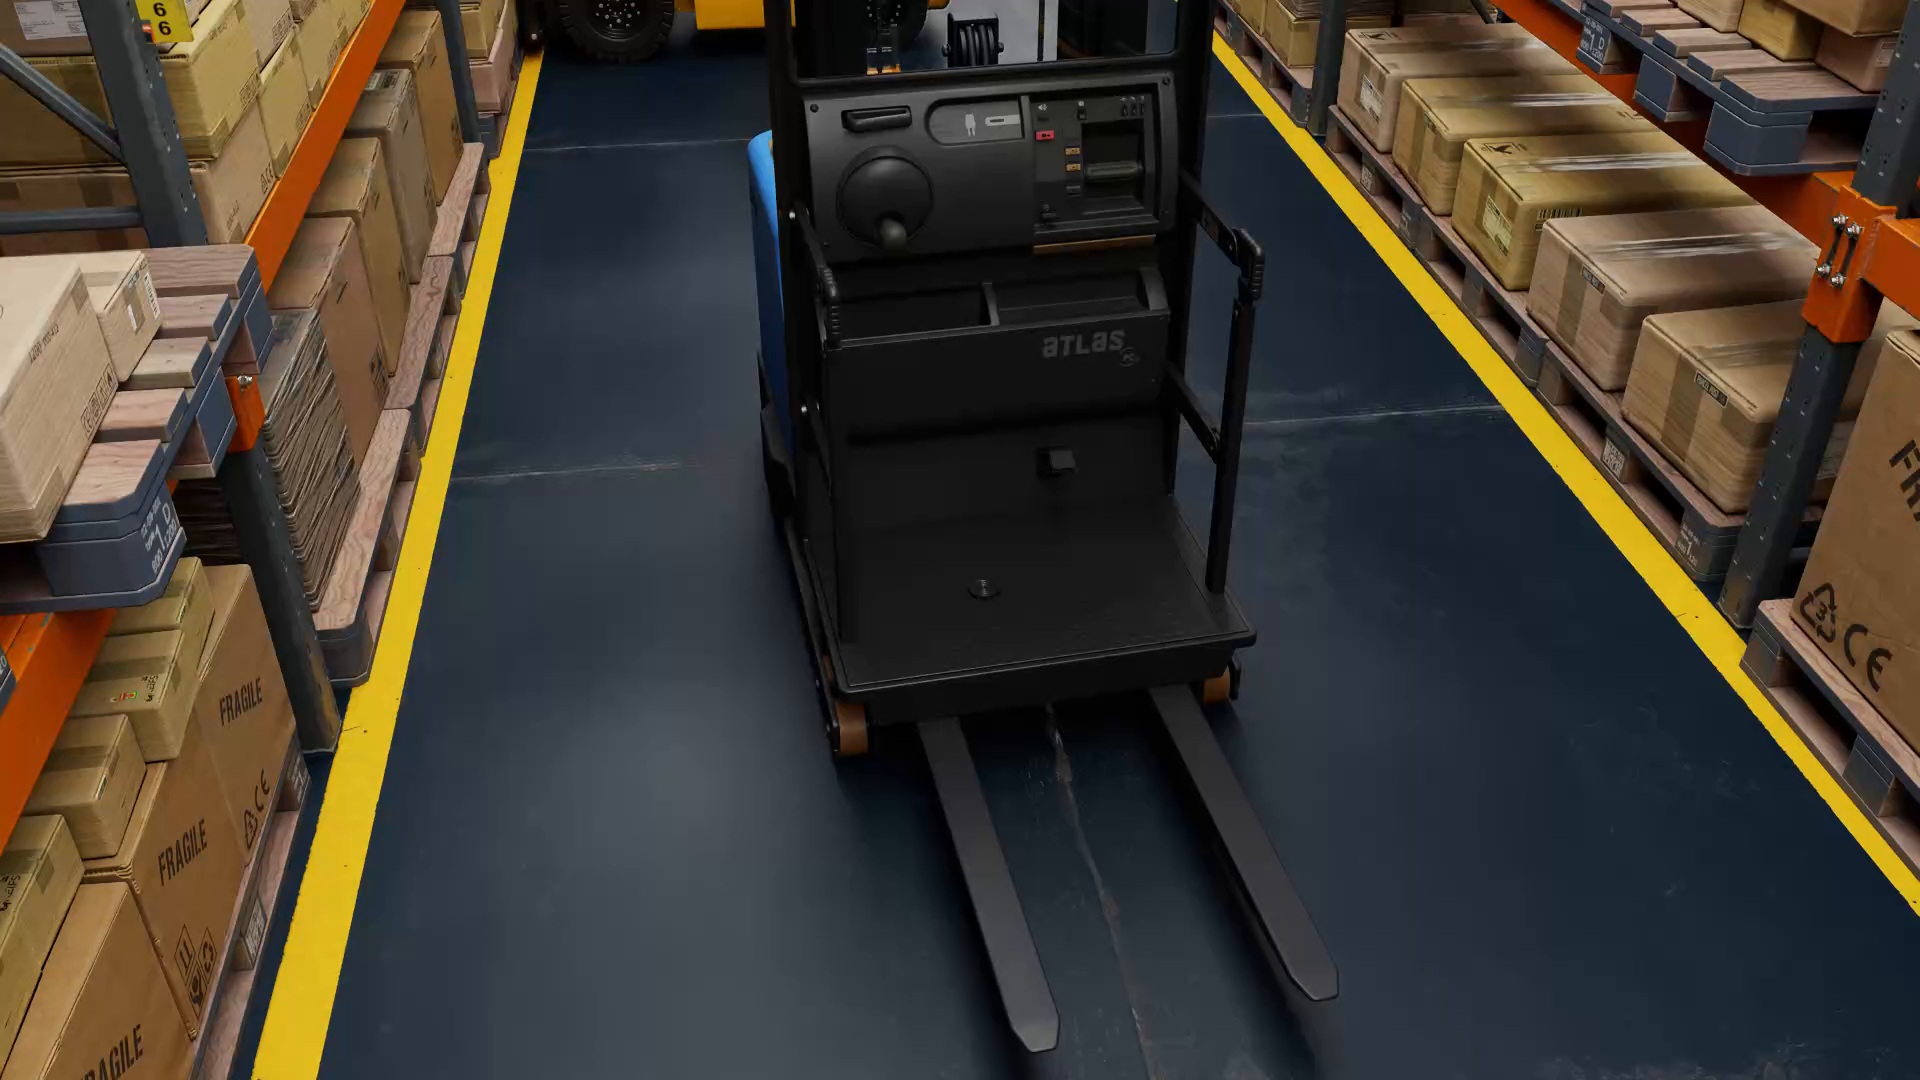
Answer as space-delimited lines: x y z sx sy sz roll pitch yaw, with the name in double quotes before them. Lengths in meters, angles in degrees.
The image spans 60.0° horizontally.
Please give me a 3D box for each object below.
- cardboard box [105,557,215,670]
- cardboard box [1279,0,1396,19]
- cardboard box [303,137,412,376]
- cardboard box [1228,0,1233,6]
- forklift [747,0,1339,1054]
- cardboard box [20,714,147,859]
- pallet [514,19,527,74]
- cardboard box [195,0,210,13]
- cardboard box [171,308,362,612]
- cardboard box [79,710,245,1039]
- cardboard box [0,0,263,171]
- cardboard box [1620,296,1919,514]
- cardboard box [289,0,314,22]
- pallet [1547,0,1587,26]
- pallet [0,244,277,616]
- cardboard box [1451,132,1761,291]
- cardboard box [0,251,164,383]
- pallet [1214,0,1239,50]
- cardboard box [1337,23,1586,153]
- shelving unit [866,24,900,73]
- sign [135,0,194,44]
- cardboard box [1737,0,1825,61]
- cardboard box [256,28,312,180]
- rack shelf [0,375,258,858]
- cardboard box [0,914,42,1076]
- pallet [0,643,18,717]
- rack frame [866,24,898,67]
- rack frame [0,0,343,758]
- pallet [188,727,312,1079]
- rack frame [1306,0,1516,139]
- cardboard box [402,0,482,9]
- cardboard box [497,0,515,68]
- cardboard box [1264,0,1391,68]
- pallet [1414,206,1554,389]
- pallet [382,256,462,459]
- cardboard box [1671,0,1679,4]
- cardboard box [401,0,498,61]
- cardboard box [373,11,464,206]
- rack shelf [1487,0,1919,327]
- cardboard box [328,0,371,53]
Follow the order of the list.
"cardboard box" -1.845 0.182 3.590 0.380 0.149 0.250 -6 35 -9
"cardboard box" 1.872 -2.933 8.293 0.500 0.500 0.500 -5 35 -7
"cardboard box" -2.419 -0.947 5.711 0.875 0.625 0.625 -6 35 -8
"cardboard box" 1.726 -3.203 9.355 0.500 0.250 0.500 -4 34 -6
"forklift" 0.135 -0.869 3.923 1.130 2.935 3.031 -7 35 -10
"cardboard box" -1.786 0.483 3.149 0.380 0.149 0.250 -5 35 -8
"pallet" -2.933 -2.875 9.281 1.003 0.211 1.213 -4 35 -6
"cardboard box" -1.951 -1.324 3.864 0.380 0.149 0.250 -4 34 -5
"cardboard box" -2.233 -0.207 4.626 0.875 0.625 0.625 -3 34 -5
"cardboard box" -1.836 0.694 3.415 0.500 0.500 0.500 -5 35 -7
"cardboard box" -1.955 -1.078 3.858 0.500 0.250 0.500 -4 35 -6
"cardboard box" 2.689 -0.447 5.203 0.950 0.372 0.625 -7 35 -10
"cardboard box" -2.099 -1.649 4.696 0.500 0.250 0.500 -5 35 -8
"pallet" 2.449 -2.066 5.788 1.003 0.211 1.213 -4 35 -6
"pallet" -2.002 -0.213 3.070 1.213 0.211 1.003 -4 35 -6
"cardboard box" 2.486 -1.282 6.428 0.950 0.372 0.625 -3 34 -5
"cardboard box" -1.694 -0.398 3.020 0.380 0.149 0.250 -4 34 -5
"pallet" 1.925 -3.178 9.725 1.003 0.211 1.213 -4 35 -6
"cardboard box" 2.291 -2.071 7.586 0.950 0.372 0.625 -4 34 -6
"shelving unit" -0.282 -1.130 5.843 0.258 1.200 0.503 -7 35 -10
"sign" -1.626 -1.158 3.327 0.100 0.325 0.005 -4 35 -6
"cardboard box" 2.371 -1.422 4.524 0.380 0.149 0.250 -4 34 -6
"cardboard box" -2.043 -1.151 4.408 0.500 0.250 0.500 -5 35 -7
"rack shelf" -1.894 0.748 2.128 1.077 0.370 4.000 -4 35 -6
"cardboard box" -1.761 0.772 2.724 0.380 0.149 0.250 -5 35 -7
"pallet" -1.896 0.499 2.025 1.003 0.211 1.213 -4 35 -6
"rack frame" -0.335 -1.264 6.040 0.240 1.200 0.015 -7 35 -10
"rack frame" -2.163 -0.665 3.563 1.000 3.000 0.127 -4 35 -6
"pallet" -2.100 0.906 3.733 1.003 0.211 1.213 -4 35 -6
"rack frame" 2.218 -3.276 7.393 1.000 3.000 0.127 -4 35 -6
"cardboard box" -2.455 -2.642 7.644 0.500 0.250 0.500 -5 35 -7
"cardboard box" -2.521 -2.512 8.341 0.500 0.250 0.500 -5 35 -7
"cardboard box" 1.872 -2.622 8.503 0.500 0.250 0.500 -3 34 -4
"pallet" 2.491 -1.007 6.540 1.003 0.211 1.213 -4 35 -6
"pallet" -2.395 -0.655 6.023 1.003 0.211 1.213 -4 35 -6
"cardboard box" 2.266 -1.701 4.932 0.380 0.149 0.250 -6 35 -9
"cardboard box" -2.460 -2.435 7.784 0.500 0.250 0.500 -5 35 -7
"cardboard box" -2.619 -1.800 6.963 0.875 0.625 0.625 -3 34 -4
"rack shelf" 2.487 -1.862 5.958 1.077 0.370 4.000 -4 35 -6
"cardboard box" -2.187 -1.727 5.254 0.500 0.250 0.500 -3 34 -5
